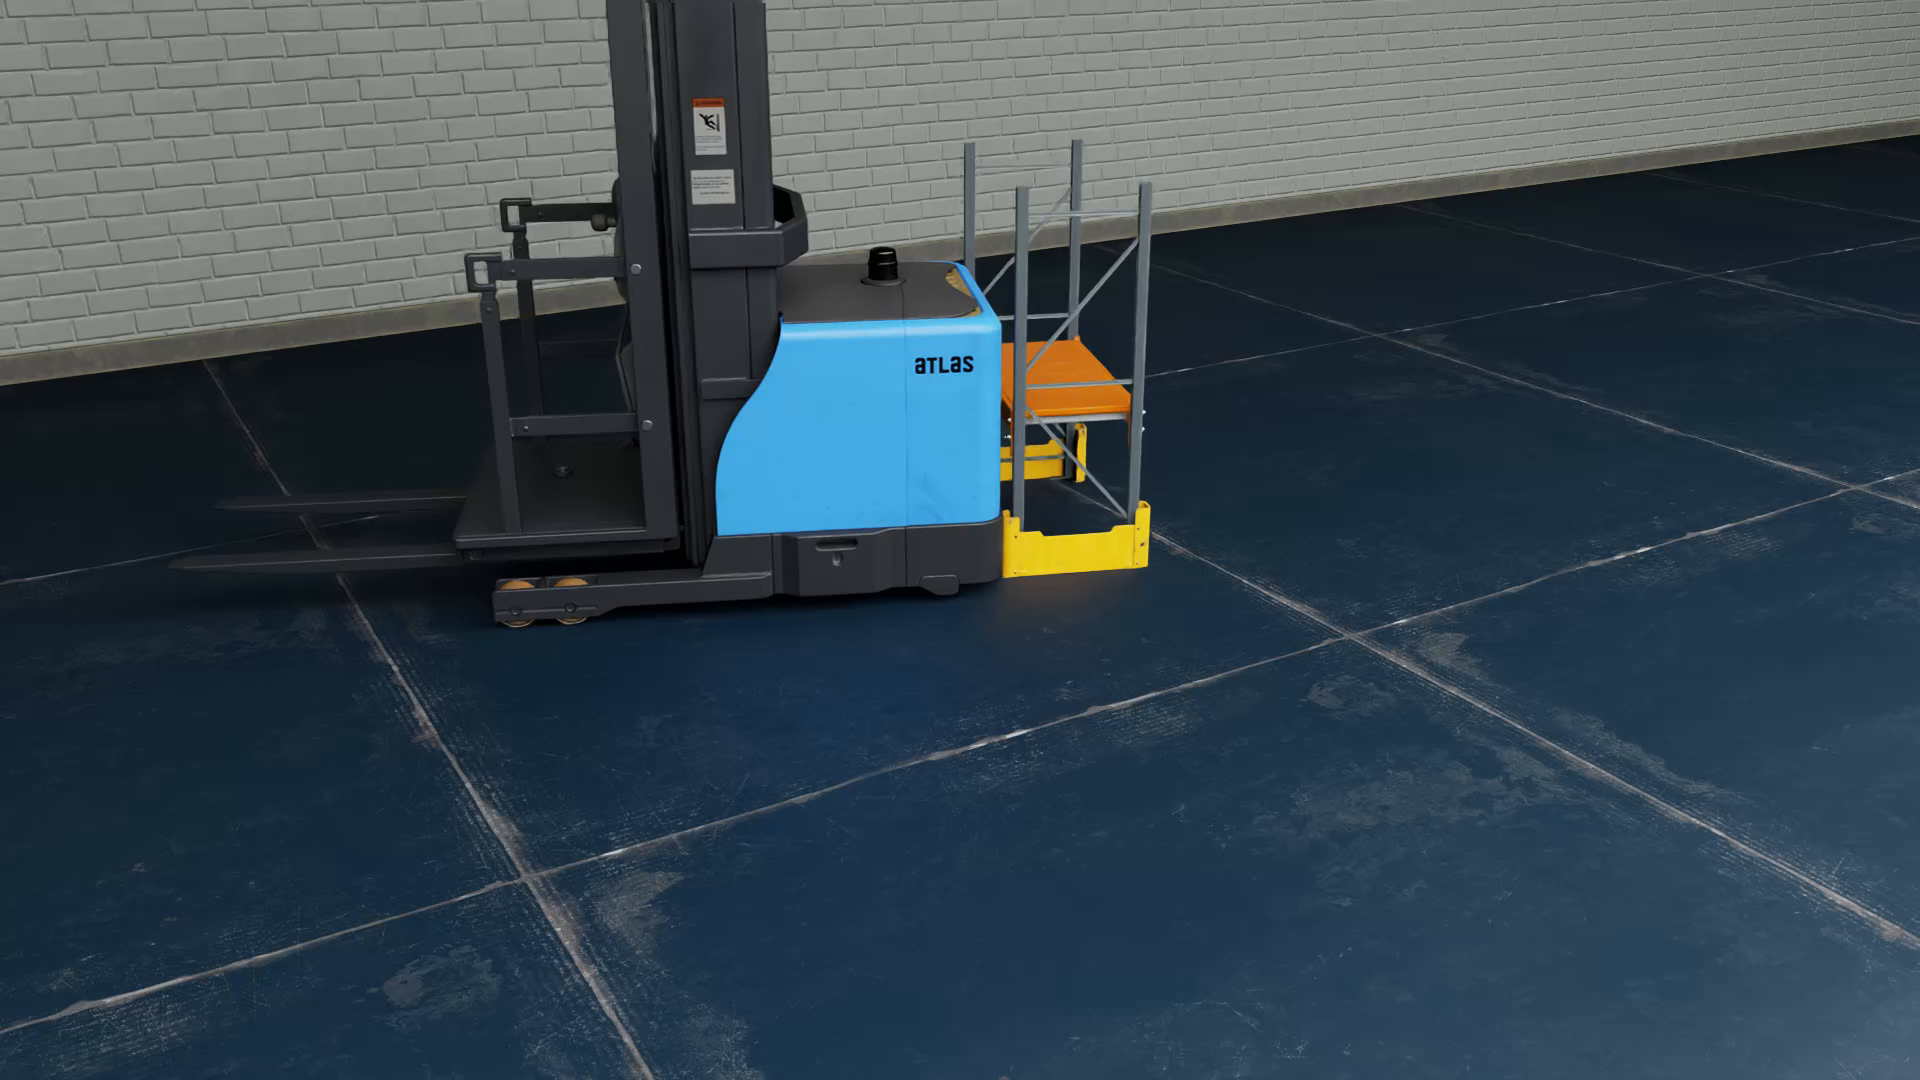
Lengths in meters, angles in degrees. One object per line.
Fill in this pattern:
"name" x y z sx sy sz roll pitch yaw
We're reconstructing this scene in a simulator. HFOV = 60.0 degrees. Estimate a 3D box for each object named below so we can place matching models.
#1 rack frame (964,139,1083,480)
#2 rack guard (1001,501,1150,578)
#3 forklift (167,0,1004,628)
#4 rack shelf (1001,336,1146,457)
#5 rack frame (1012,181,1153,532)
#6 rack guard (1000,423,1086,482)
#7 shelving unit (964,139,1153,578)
"rack frame" 0.264 -0.959 7.178 0.500 1.500 0.032 -4 22 -10
"rack guard" 0.447 -0.004 6.488 0.587 0.250 0.087 -4 22 -10
"forklift" -1.396 -1.253 6.001 3.031 2.935 1.130 -3 22 -7
"rack shelf" 0.356 -0.604 6.783 0.538 0.185 1.000 -4 22 -10
"rack frame" 0.448 -0.582 6.252 0.500 1.500 0.032 -4 22 -10
"rack guard" 0.268 -0.372 7.396 0.587 0.250 0.087 -4 22 -10
"shelving unit" 0.358 -0.767 6.707 0.587 1.500 1.083 -4 22 -10
